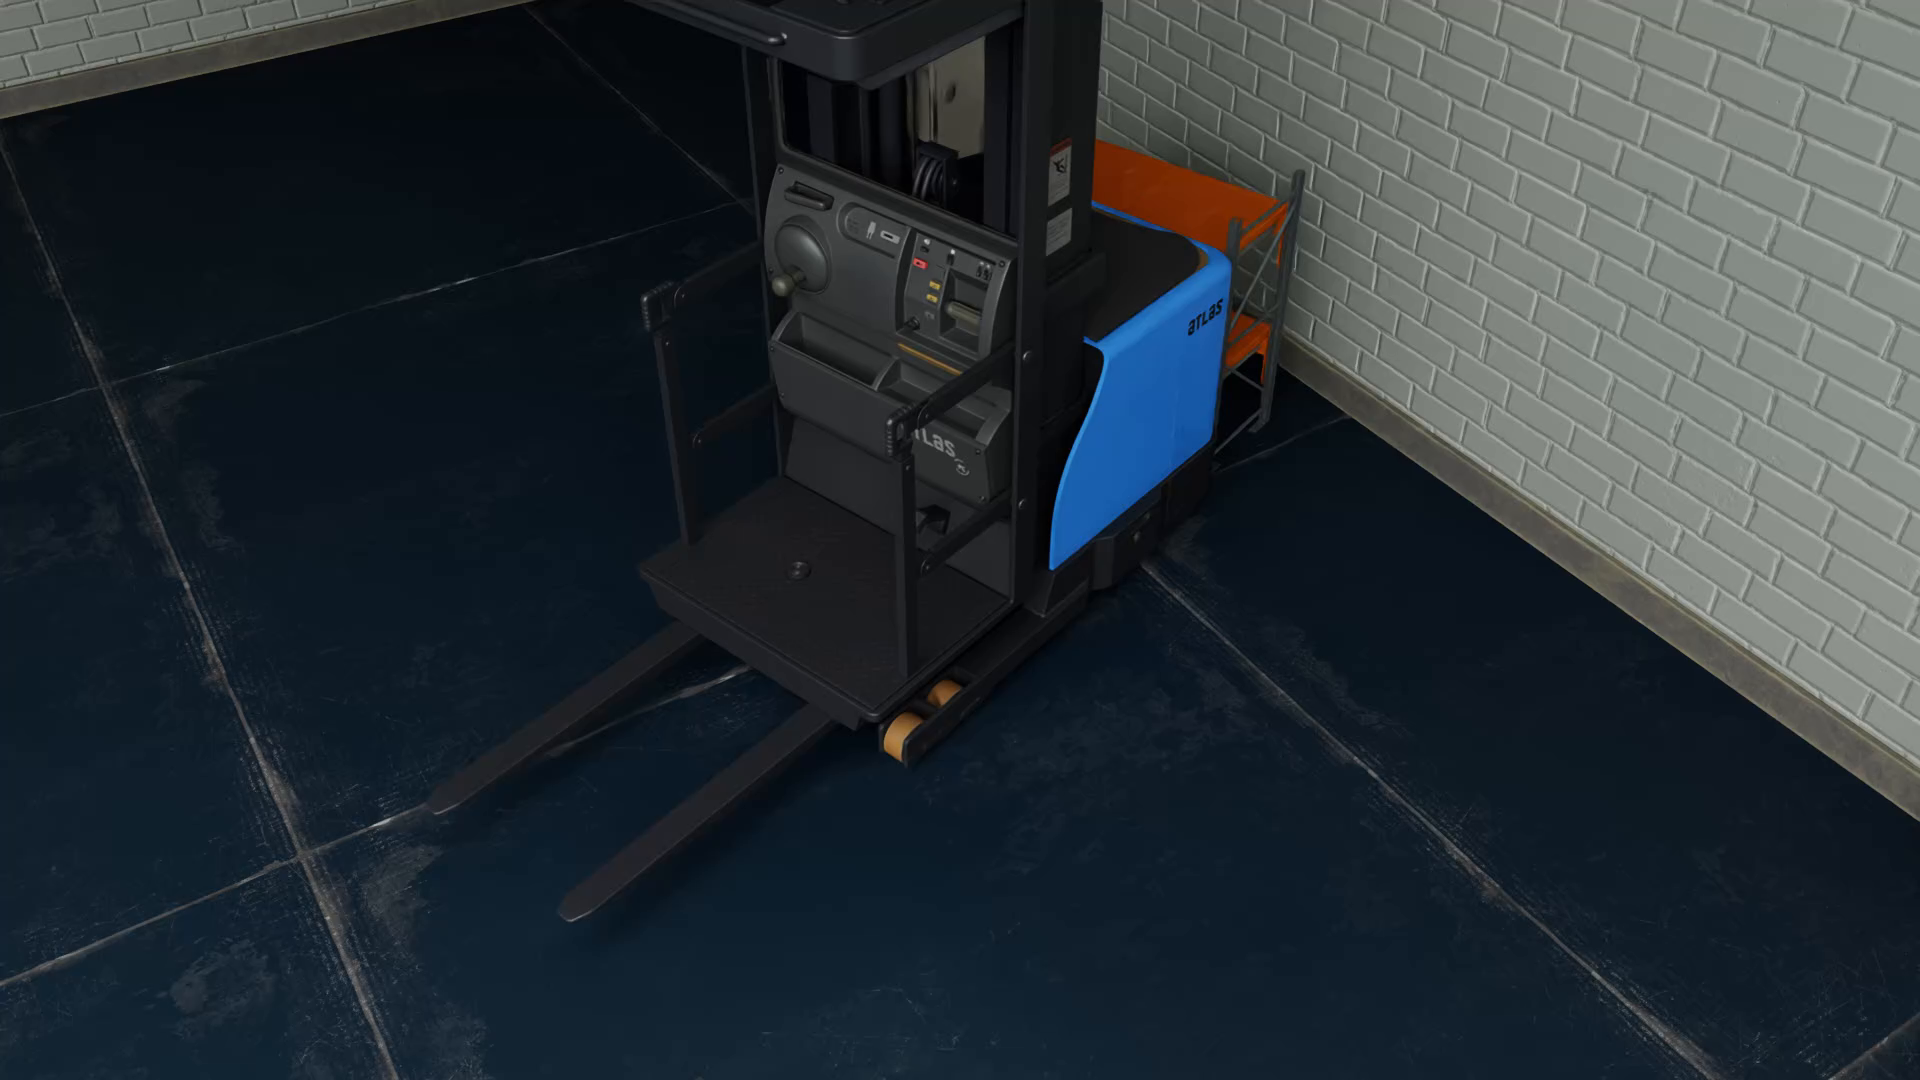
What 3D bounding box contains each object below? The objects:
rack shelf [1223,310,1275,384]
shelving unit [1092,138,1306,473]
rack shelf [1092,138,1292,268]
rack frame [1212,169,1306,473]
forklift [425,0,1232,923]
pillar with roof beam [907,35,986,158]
[{"bbox_3d":[0.708,-0.818,6.735,1.000,0.278,0.538,26,47,28],"label":"rack shelf"},{"bbox_3d":[0.708,-1.006,6.579,1.048,1.125,0.538,26,47,28],"label":"shelving unit"},{"bbox_3d":[0.708,-1.231,6.391,1.000,0.278,0.538,26,47,28],"label":"rack shelf"},{"bbox_3d":[1.109,-0.807,6.339,0.032,1.125,0.500,26,47,28],"label":"rack frame"},{"bbox_3d":[-0.369,-0.770,4.885,1.130,2.935,3.031,28,47,30],"label":"forklift"},{"bbox_3d":[-3.730,-4.065,4.099,9.100,9.000,0.400,-22,45,-24],"label":"pillar with roof beam"}]
